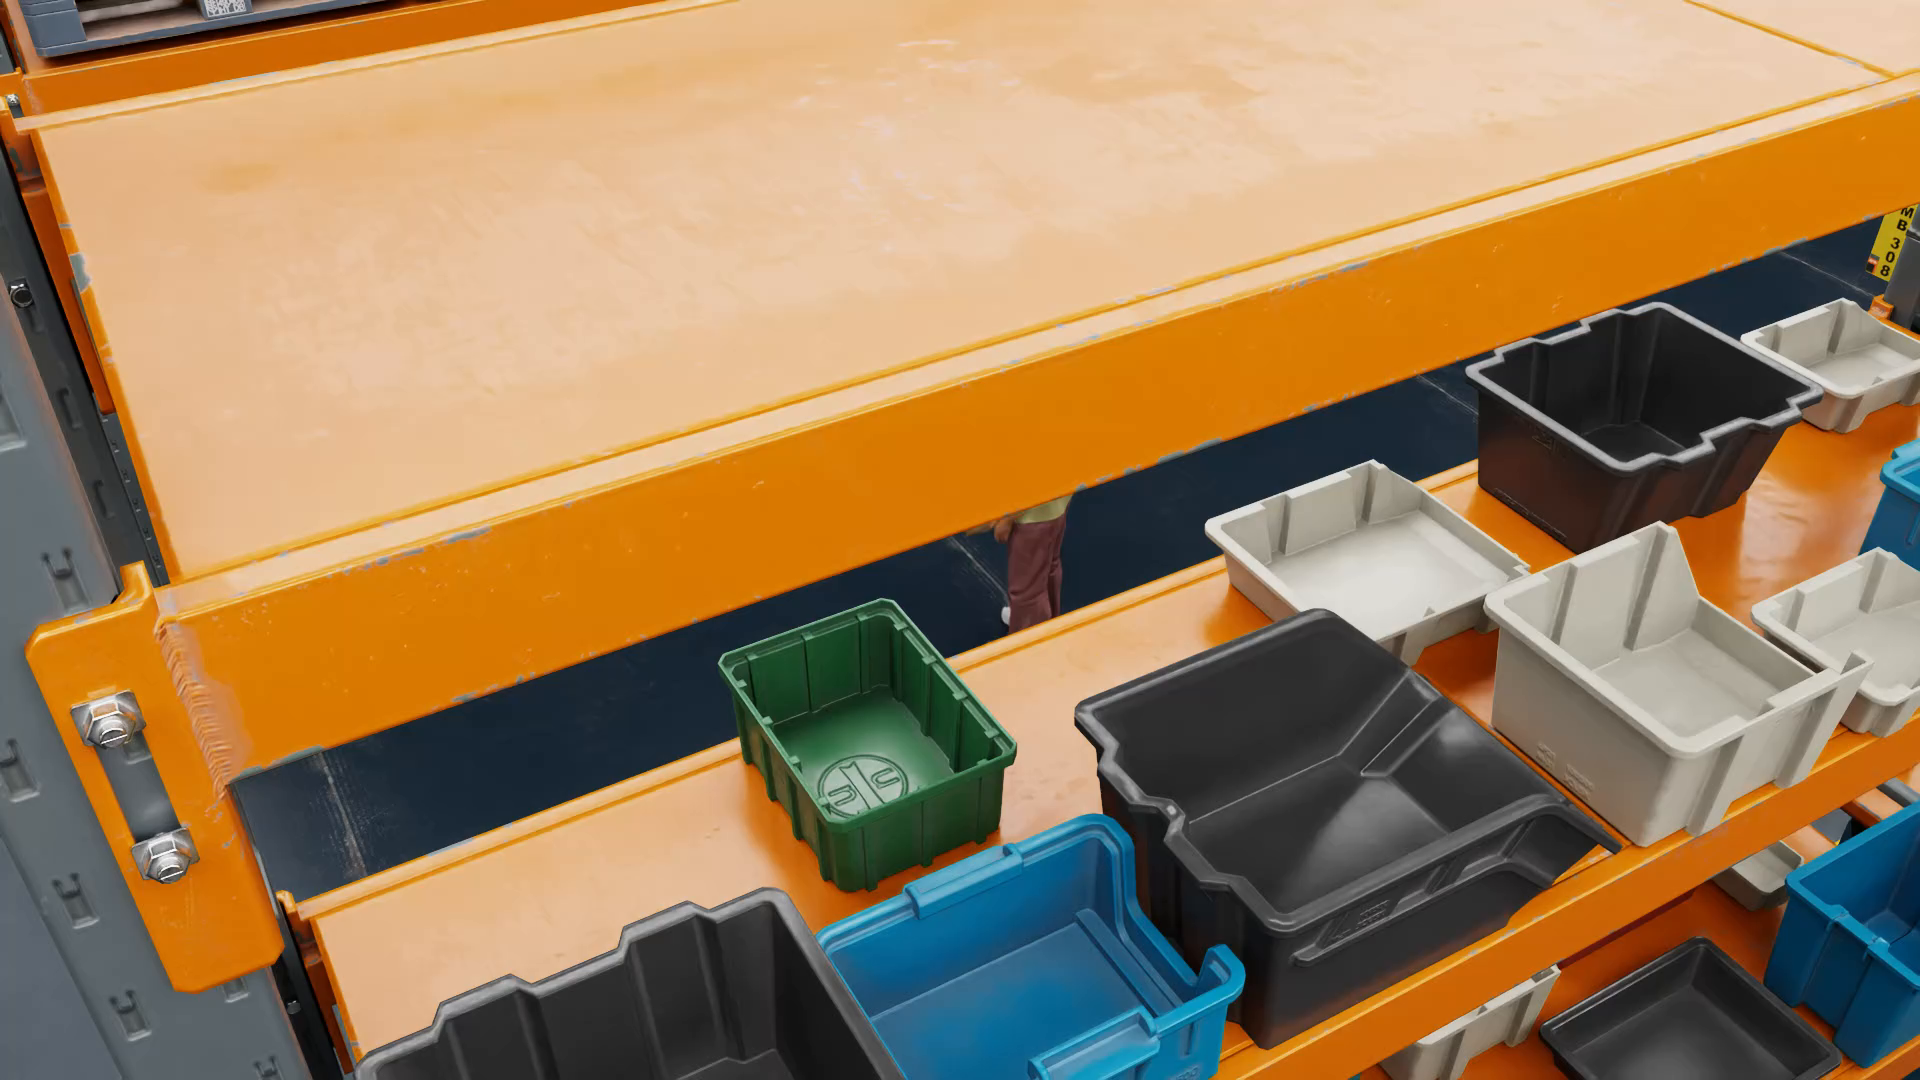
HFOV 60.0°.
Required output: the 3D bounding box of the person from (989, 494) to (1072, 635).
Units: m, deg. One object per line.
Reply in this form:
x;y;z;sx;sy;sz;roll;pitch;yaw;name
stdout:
0.312;-0.154;6.830;0.414;1.680;0.536;9;38;12;person
